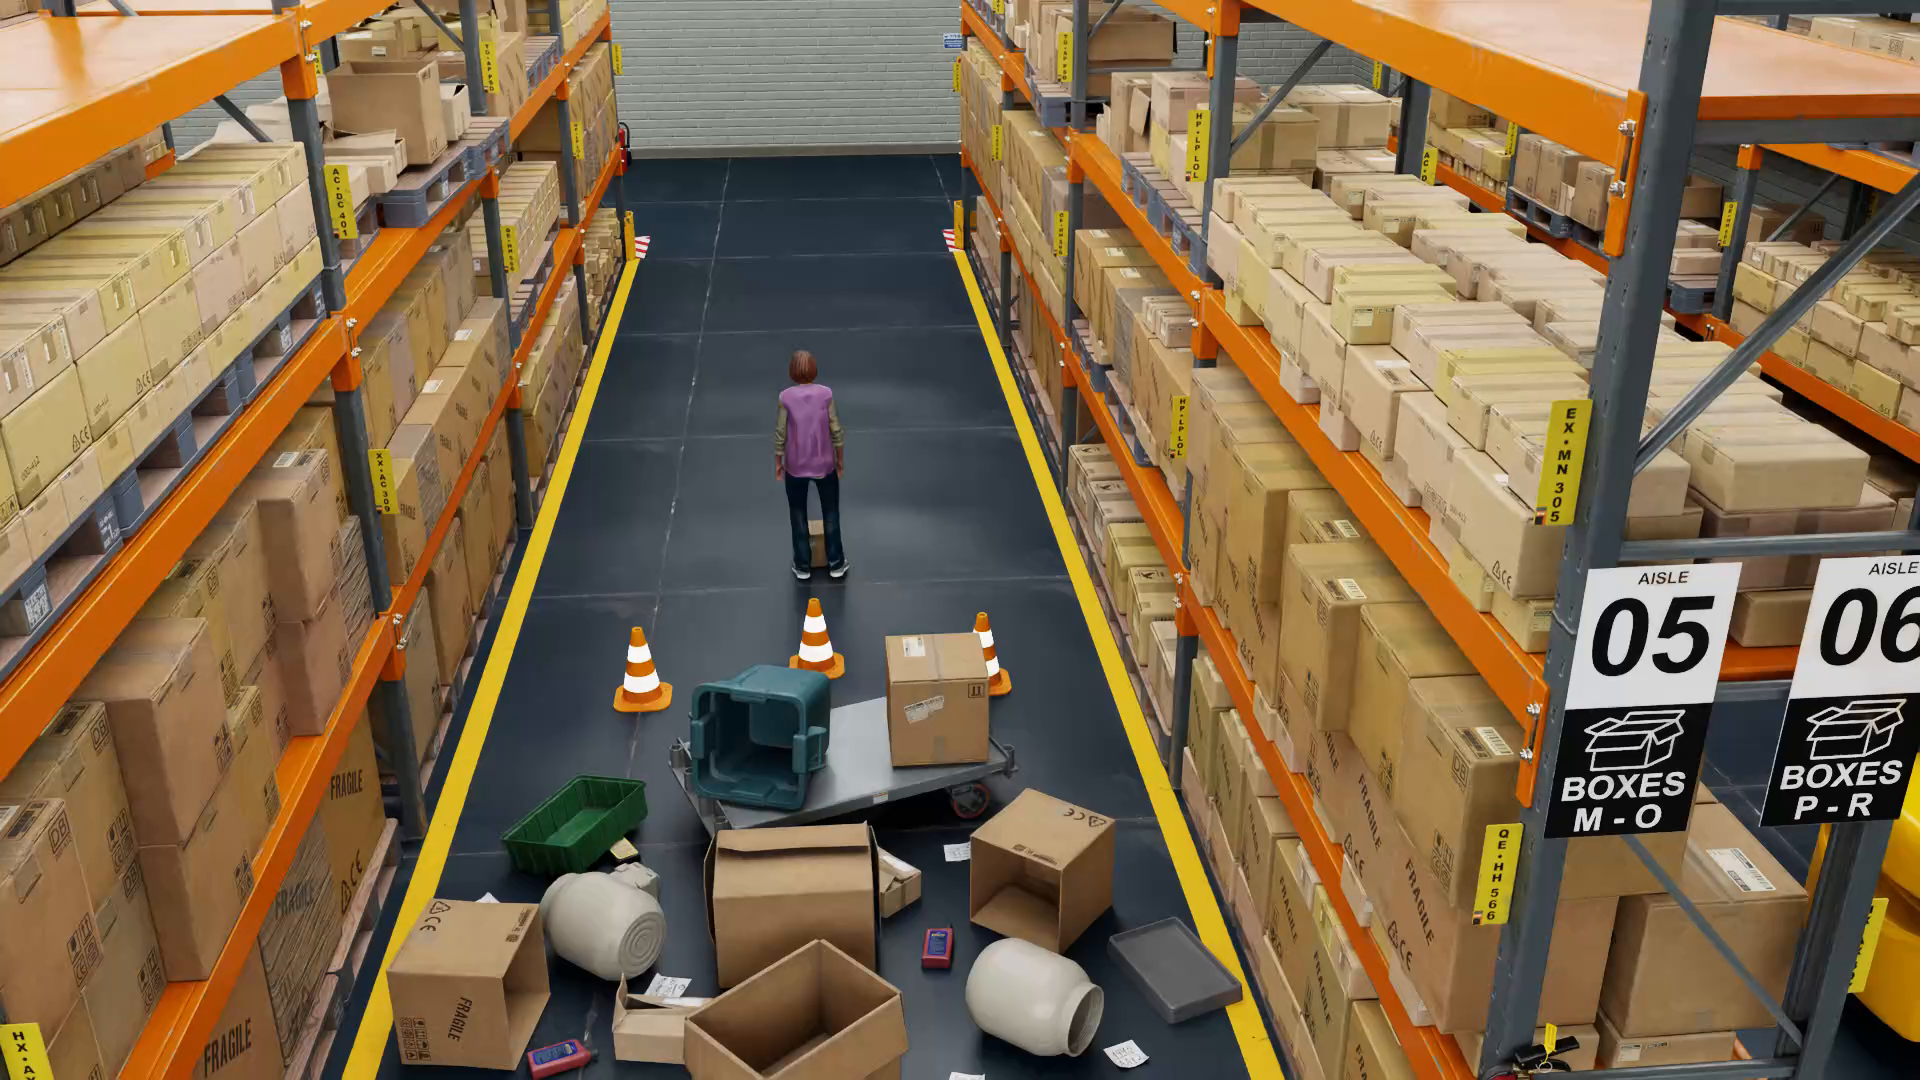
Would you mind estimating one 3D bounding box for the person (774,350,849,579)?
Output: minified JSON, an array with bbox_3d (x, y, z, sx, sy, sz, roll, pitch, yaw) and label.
[{"bbox_3d":[-1.006,-0.491,11.212,0.483,1.594,0.340,-3,24,-8],"label":"person"}]
